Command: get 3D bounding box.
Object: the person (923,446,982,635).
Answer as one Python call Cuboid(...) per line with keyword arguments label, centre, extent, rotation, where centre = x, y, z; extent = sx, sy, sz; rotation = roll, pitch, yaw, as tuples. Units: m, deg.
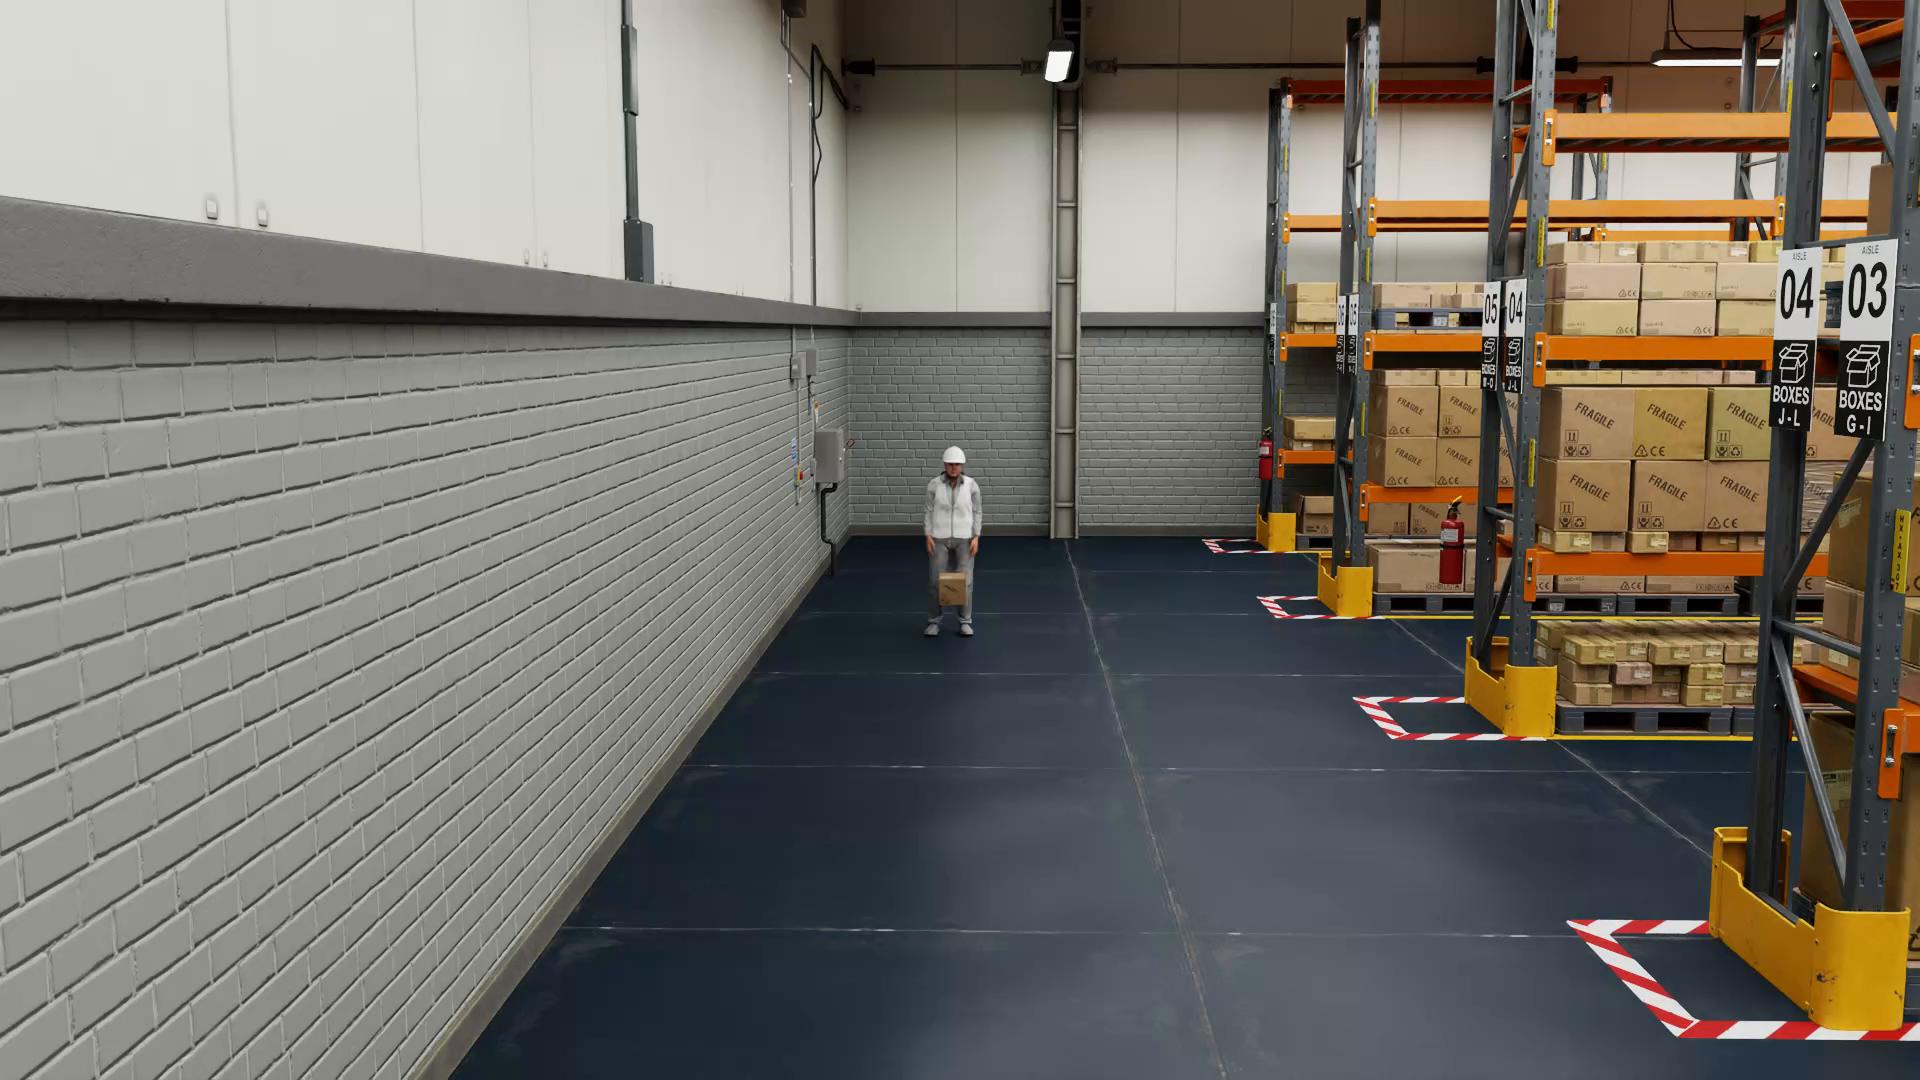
Cuboid(label="person", centre=(-0.071, 0.001, 15.638), extent=(0.561, 1.775, 0.435), rotation=(0, 7, 0))
